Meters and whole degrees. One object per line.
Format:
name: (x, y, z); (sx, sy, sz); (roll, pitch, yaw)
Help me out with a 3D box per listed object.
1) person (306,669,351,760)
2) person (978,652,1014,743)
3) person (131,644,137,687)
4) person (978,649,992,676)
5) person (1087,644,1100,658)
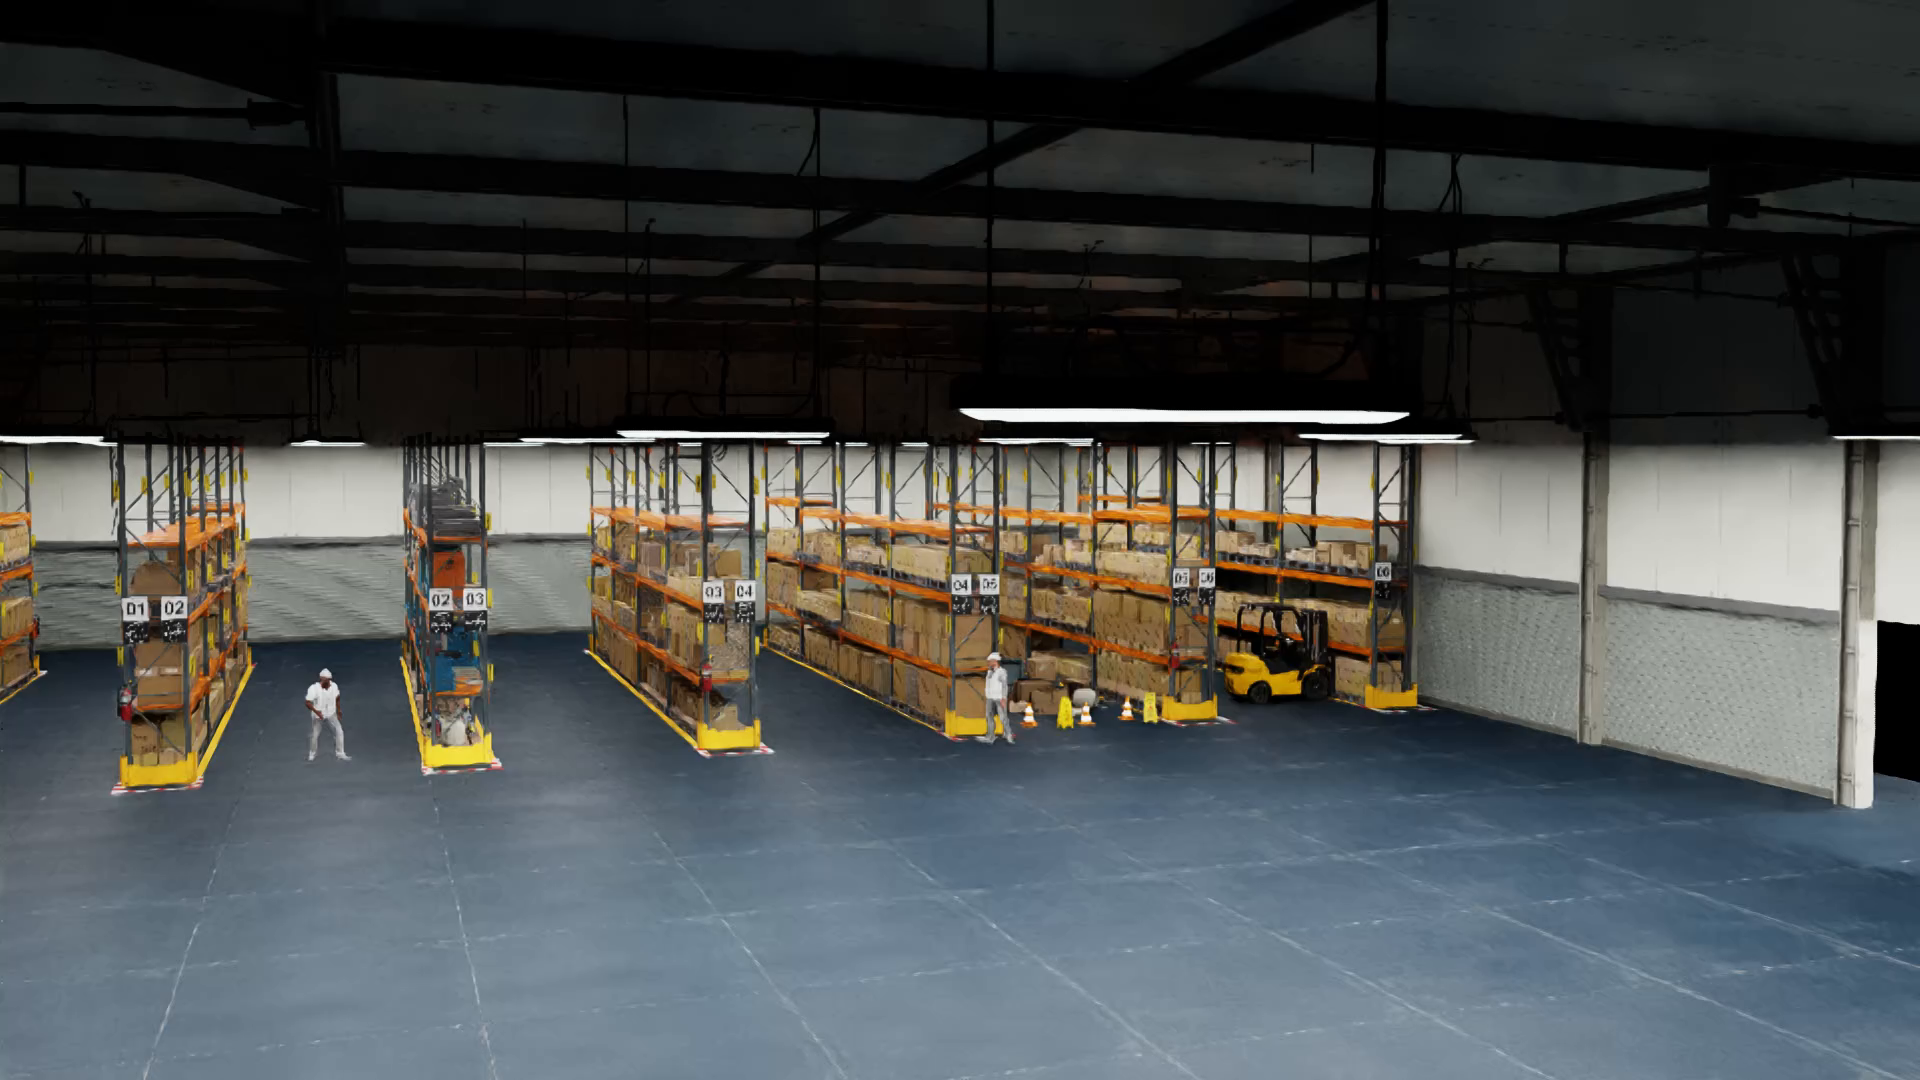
person: (-11.599, 3.178, 30.341); (0.711, 1.695, 0.815); (-3, 4, -39)
person: (0.720, 3.057, 32.230); (0.554, 1.774, 0.651); (-3, 4, -41)
person: (-19.413, 2.695, 39.683); (0.677, 1.674, 0.534); (-1, 3, -22)
person: (0.529, 2.616, 39.950); (0.600, 1.780, 0.447); (3, 4, 42)
person: (3.498, 2.380, 44.514); (0.586, 1.723, 0.654); (1, 3, 11)
